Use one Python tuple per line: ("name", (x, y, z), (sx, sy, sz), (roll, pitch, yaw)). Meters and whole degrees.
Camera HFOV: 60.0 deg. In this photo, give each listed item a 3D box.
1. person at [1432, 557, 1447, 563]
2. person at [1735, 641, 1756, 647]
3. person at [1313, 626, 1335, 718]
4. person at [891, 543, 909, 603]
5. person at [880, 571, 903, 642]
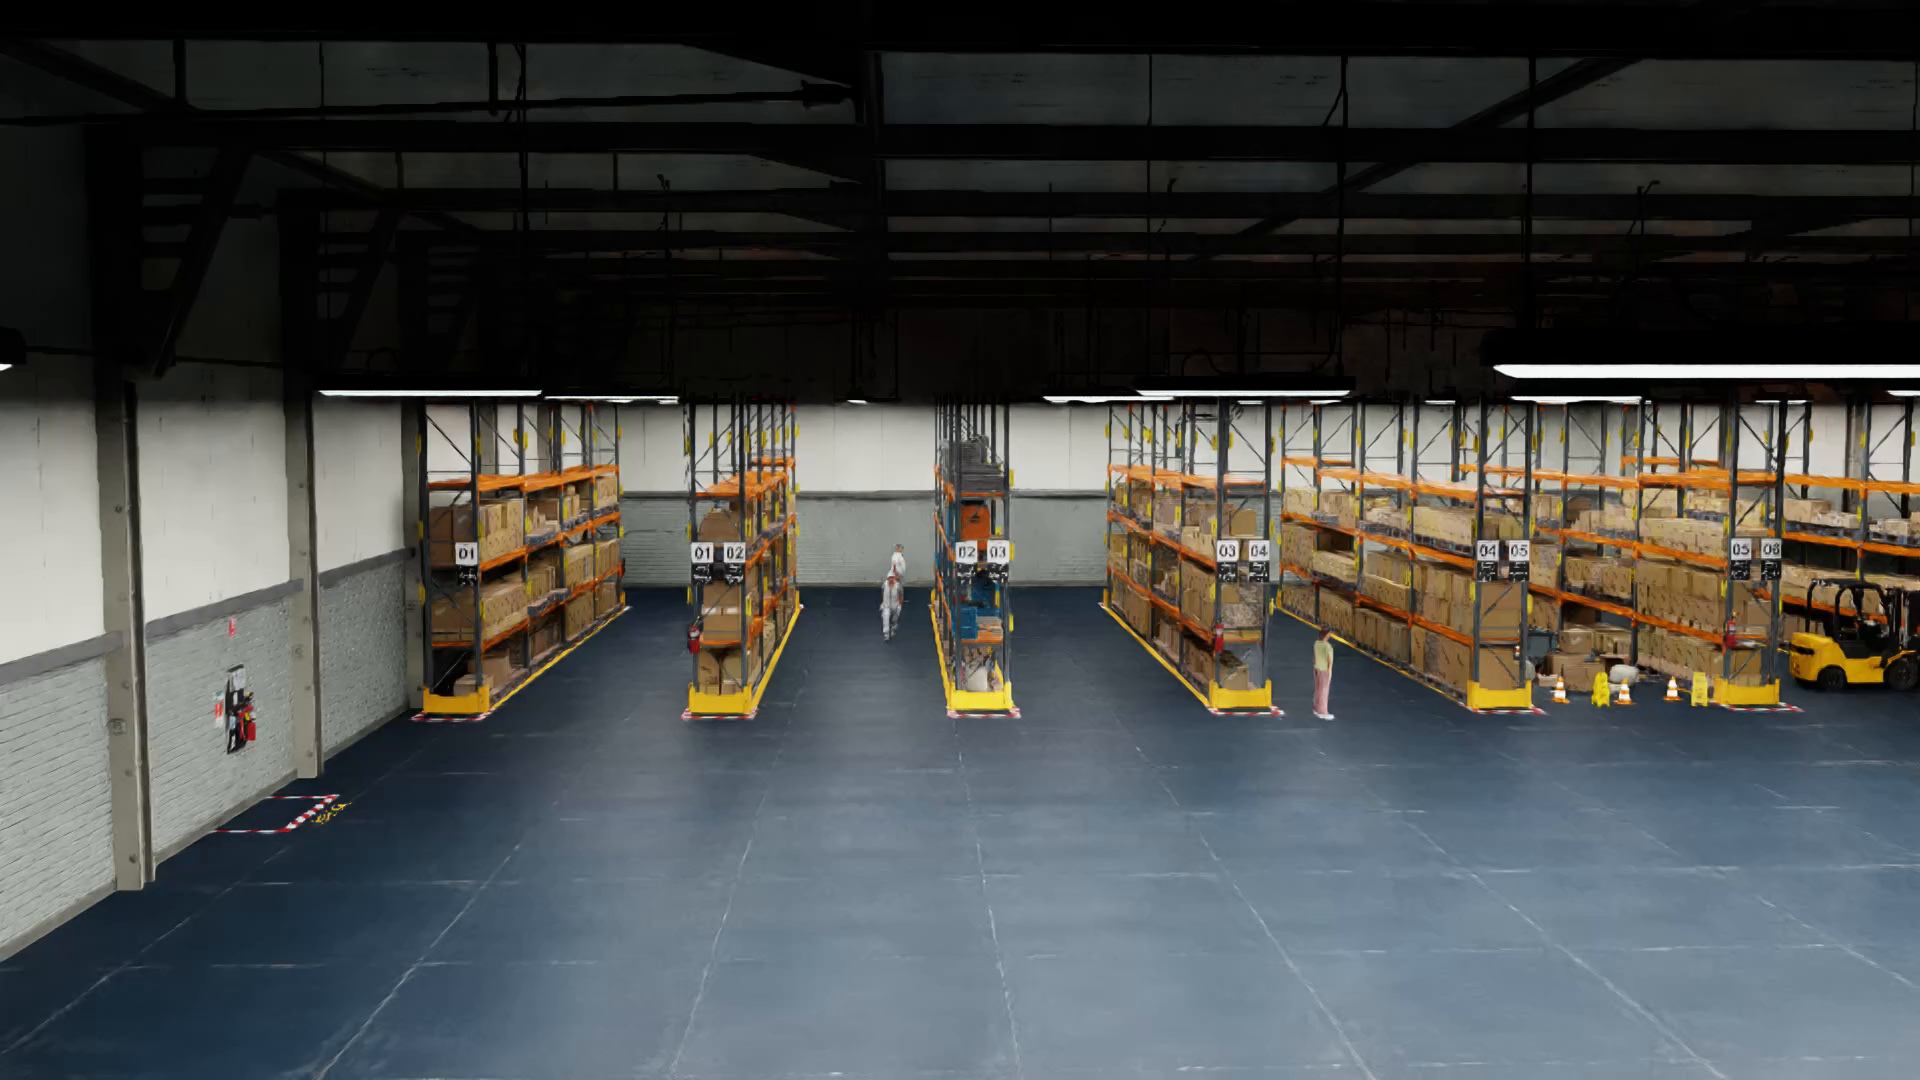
("person", (14.849, 0.815, 51.394), (0.463, 1.600, 0.509), (-3, 5, -33))
("person", (16.736, 1.982, 35.433), (0.504, 1.784, 0.640), (-3, 5, -33))
("person", (6.707, 2.416, 30.613), (0.389, 1.676, 0.557), (-2, 5, -24))
("person", (-1.795, 0.973, 48.259), (0.478, 1.757, 0.641), (2, 5, 19))
("person", (-1.678, 1.600, 40.638), (0.550, 1.709, 1.128), (0, 5, -4))
